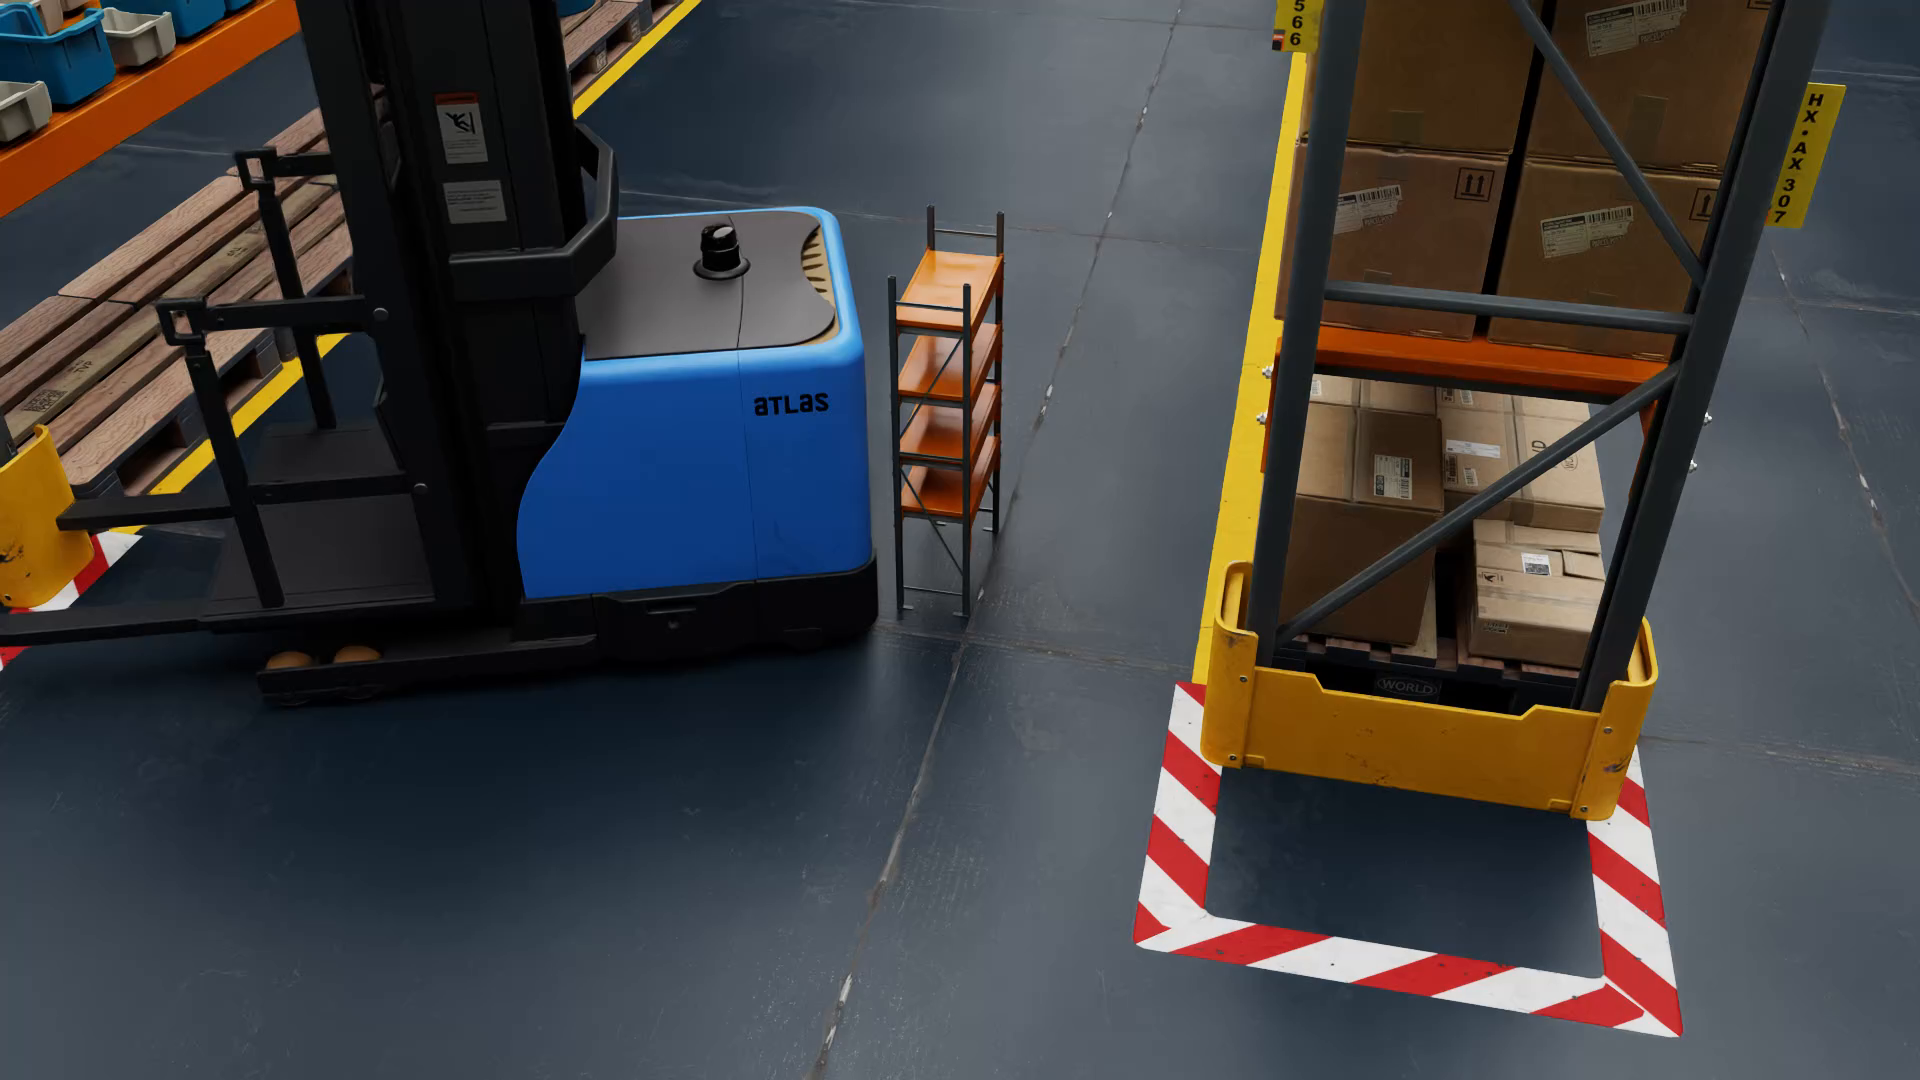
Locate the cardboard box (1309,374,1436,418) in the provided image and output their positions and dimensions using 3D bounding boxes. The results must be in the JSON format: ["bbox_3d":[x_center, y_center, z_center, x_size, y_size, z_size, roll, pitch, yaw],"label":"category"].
[{"bbox_3d":[1.394,-0.495,5.845,0.500,0.250,0.500,7,37,10],"label":"cardboard box"}]

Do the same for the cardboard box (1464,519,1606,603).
[{"bbox_3d":[1.765,0.082,5.120,0.380,0.166,0.250,7,37,10],"label":"cardboard box"}]

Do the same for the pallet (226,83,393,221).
[{"bbox_3d":[-2.817,-1.908,8.202,1.003,0.211,1.213,7,37,10],"label":"pallet"}]

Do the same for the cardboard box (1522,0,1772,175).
[{"bbox_3d":[1.639,-1.214,3.931,0.500,0.500,0.500,8,37,11],"label":"cardboard box"}]

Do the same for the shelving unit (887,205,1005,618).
[{"bbox_3d":[-0.035,-0.391,5.267,0.258,1.200,0.503,7,37,10],"label":"shelving unit"}]

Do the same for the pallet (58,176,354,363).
[{"bbox_3d":[-3.075,-1.206,7.234,1.003,0.211,1.213,7,37,10],"label":"pallet"}]

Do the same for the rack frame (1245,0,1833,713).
[{"bbox_3d":[1.286,-0.547,3.949,1.000,3.000,0.127,7,37,10],"label":"rack frame"}]

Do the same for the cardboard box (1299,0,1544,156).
[{"bbox_3d":[1.113,-1.282,4.025,0.500,0.500,0.500,7,37,10],"label":"cardboard box"}]

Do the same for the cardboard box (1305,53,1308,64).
[{"bbox_3d":[1.220,-1.572,4.425,0.500,0.500,0.500,8,37,11],"label":"cardboard box"}]

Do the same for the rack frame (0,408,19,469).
[{"bbox_3d":[-3.552,-1.170,4.808,1.000,3.000,0.127,7,37,10],"label":"rack frame"}]

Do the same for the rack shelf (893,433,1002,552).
[{"bbox_3d":[-0.035,-0.176,5.423,0.258,0.148,0.480,7,37,10],"label":"rack shelf"}]

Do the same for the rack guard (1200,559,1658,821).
[{"bbox_3d":[1.302,0.422,4.742,1.175,0.500,0.348,7,37,10],"label":"rack guard"}]

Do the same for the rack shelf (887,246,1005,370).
[{"bbox_3d":[-0.035,-0.709,5.036,0.258,0.148,0.480,7,37,10],"label":"rack shelf"}]

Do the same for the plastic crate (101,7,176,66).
[{"bbox_3d":[-2.883,-1.750,5.782,0.250,0.136,0.298,7,37,10],"label":"plastic crate"}]

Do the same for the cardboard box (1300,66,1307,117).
[{"bbox_3d":[1.223,-1.176,4.732,0.500,0.500,0.500,8,37,10],"label":"cardboard box"}]

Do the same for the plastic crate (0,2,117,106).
[{"bbox_3d":[-3.037,-1.604,5.499,0.416,0.233,0.300,7,37,10],"label":"plastic crate"}]

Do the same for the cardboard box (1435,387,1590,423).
[{"bbox_3d":[1.893,-0.461,5.798,0.500,0.250,0.500,7,37,10],"label":"cardboard box"}]

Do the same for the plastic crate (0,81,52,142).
[{"bbox_3d":[-3.028,-1.361,5.246,0.250,0.136,0.298,7,37,10],"label":"plastic crate"}]

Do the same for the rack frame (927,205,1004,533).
[{"bbox_3d":[0.017,-0.531,5.460,0.240,1.200,0.015,7,37,10],"label":"rack frame"}]

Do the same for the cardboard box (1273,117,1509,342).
[{"bbox_3d":[1.116,-0.878,4.321,0.500,0.500,0.500,8,37,11],"label":"cardboard box"}]

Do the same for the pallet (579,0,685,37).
[{"bbox_3d":[-2.234,-3.473,10.362,1.003,0.211,1.213,7,37,10],"label":"pallet"}]

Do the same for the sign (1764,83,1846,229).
[{"bbox_3d":[1.816,-0.829,3.601,0.100,0.325,0.005,7,37,10],"label":"sign"}]

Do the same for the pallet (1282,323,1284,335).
[{"bbox_3d":[1.735,-0.616,6.420,1.003,0.211,1.213,7,37,10],"label":"pallet"}]

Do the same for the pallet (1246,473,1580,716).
[{"bbox_3d":[1.472,0.082,5.458,1.003,0.211,1.213,7,37,10],"label":"pallet"}]

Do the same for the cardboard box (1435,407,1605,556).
[{"bbox_3d":[1.786,-0.175,5.403,0.500,0.250,0.500,7,37,10],"label":"cardboard box"}]

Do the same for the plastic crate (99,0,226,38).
[{"bbox_3d":[-2.896,-1.982,6.020,0.416,0.233,0.300,7,37,10],"label":"plastic crate"}]

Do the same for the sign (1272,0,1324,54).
[{"bbox_3d":[0.748,-1.225,3.628,0.100,0.325,0.005,7,37,10],"label":"sign"}]

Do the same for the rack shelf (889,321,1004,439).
[{"bbox_3d":[-0.035,-0.518,5.175,0.258,0.148,0.480,7,37,10],"label":"rack shelf"}]

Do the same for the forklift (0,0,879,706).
[{"bbox_3d":[-1.821,-1.016,4.654,3.031,2.935,1.130,-5,36,-7],"label":"forklift"}]

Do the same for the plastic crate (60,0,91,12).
[{"bbox_3d":[-3.398,-2.077,6.233,0.298,0.136,0.250,7,37,10],"label":"plastic crate"}]

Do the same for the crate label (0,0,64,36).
[{"bbox_3d":[-3.443,-1.905,5.996,0.396,0.136,0.243,7,37,10],"label":"crate label"}]

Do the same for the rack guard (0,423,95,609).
[{"bbox_3d":[-3.545,-0.142,5.520,1.175,0.500,0.348,7,37,10],"label":"rack guard"}]

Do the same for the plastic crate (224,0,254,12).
[{"bbox_3d":[-2.832,-2.154,6.257,0.416,0.233,0.300,7,37,10],"label":"plastic crate"}]

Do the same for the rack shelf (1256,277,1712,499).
[{"bbox_3d":[1.713,-1.402,5.742,1.077,0.370,4.000,7,37,10],"label":"rack shelf"}]

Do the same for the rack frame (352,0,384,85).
[{"bbox_3d":[-2.698,-3.463,7.972,1.000,3.000,0.127,7,37,10],"label":"rack frame"}]

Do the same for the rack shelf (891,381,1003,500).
[{"bbox_3d":[-0.035,-0.336,5.306,0.258,0.148,0.480,7,37,10],"label":"rack shelf"}]

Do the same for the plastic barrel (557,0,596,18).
[{"bbox_3d":[-2.414,-3.499,9.452,0.600,0.901,0.708,7,37,10],"label":"plastic barrel"}]

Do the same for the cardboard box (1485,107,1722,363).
[{"bbox_3d":[1.639,-0.809,4.225,0.500,0.500,0.500,8,37,11],"label":"cardboard box"}]

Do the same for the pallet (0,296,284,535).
[{"bbox_3d":[-3.338,-0.509,6.272,1.003,0.211,1.213,7,37,10],"label":"pallet"}]

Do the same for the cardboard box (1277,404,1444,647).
[{"bbox_3d":[1.162,-0.056,5.026,0.500,0.500,0.500,7,37,10],"label":"cardboard box"}]

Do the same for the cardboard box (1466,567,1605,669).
[{"bbox_3d":[1.711,0.232,4.928,0.380,0.149,0.250,7,37,10],"label":"cardboard box"}]

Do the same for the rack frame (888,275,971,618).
[{"bbox_3d":[-0.087,-0.251,5.074,0.240,1.200,0.015,7,37,10],"label":"rack frame"}]

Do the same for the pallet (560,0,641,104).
[{"bbox_3d":[-2.492,-2.771,9.394,1.003,0.211,1.213,7,37,10],"label":"pallet"}]
